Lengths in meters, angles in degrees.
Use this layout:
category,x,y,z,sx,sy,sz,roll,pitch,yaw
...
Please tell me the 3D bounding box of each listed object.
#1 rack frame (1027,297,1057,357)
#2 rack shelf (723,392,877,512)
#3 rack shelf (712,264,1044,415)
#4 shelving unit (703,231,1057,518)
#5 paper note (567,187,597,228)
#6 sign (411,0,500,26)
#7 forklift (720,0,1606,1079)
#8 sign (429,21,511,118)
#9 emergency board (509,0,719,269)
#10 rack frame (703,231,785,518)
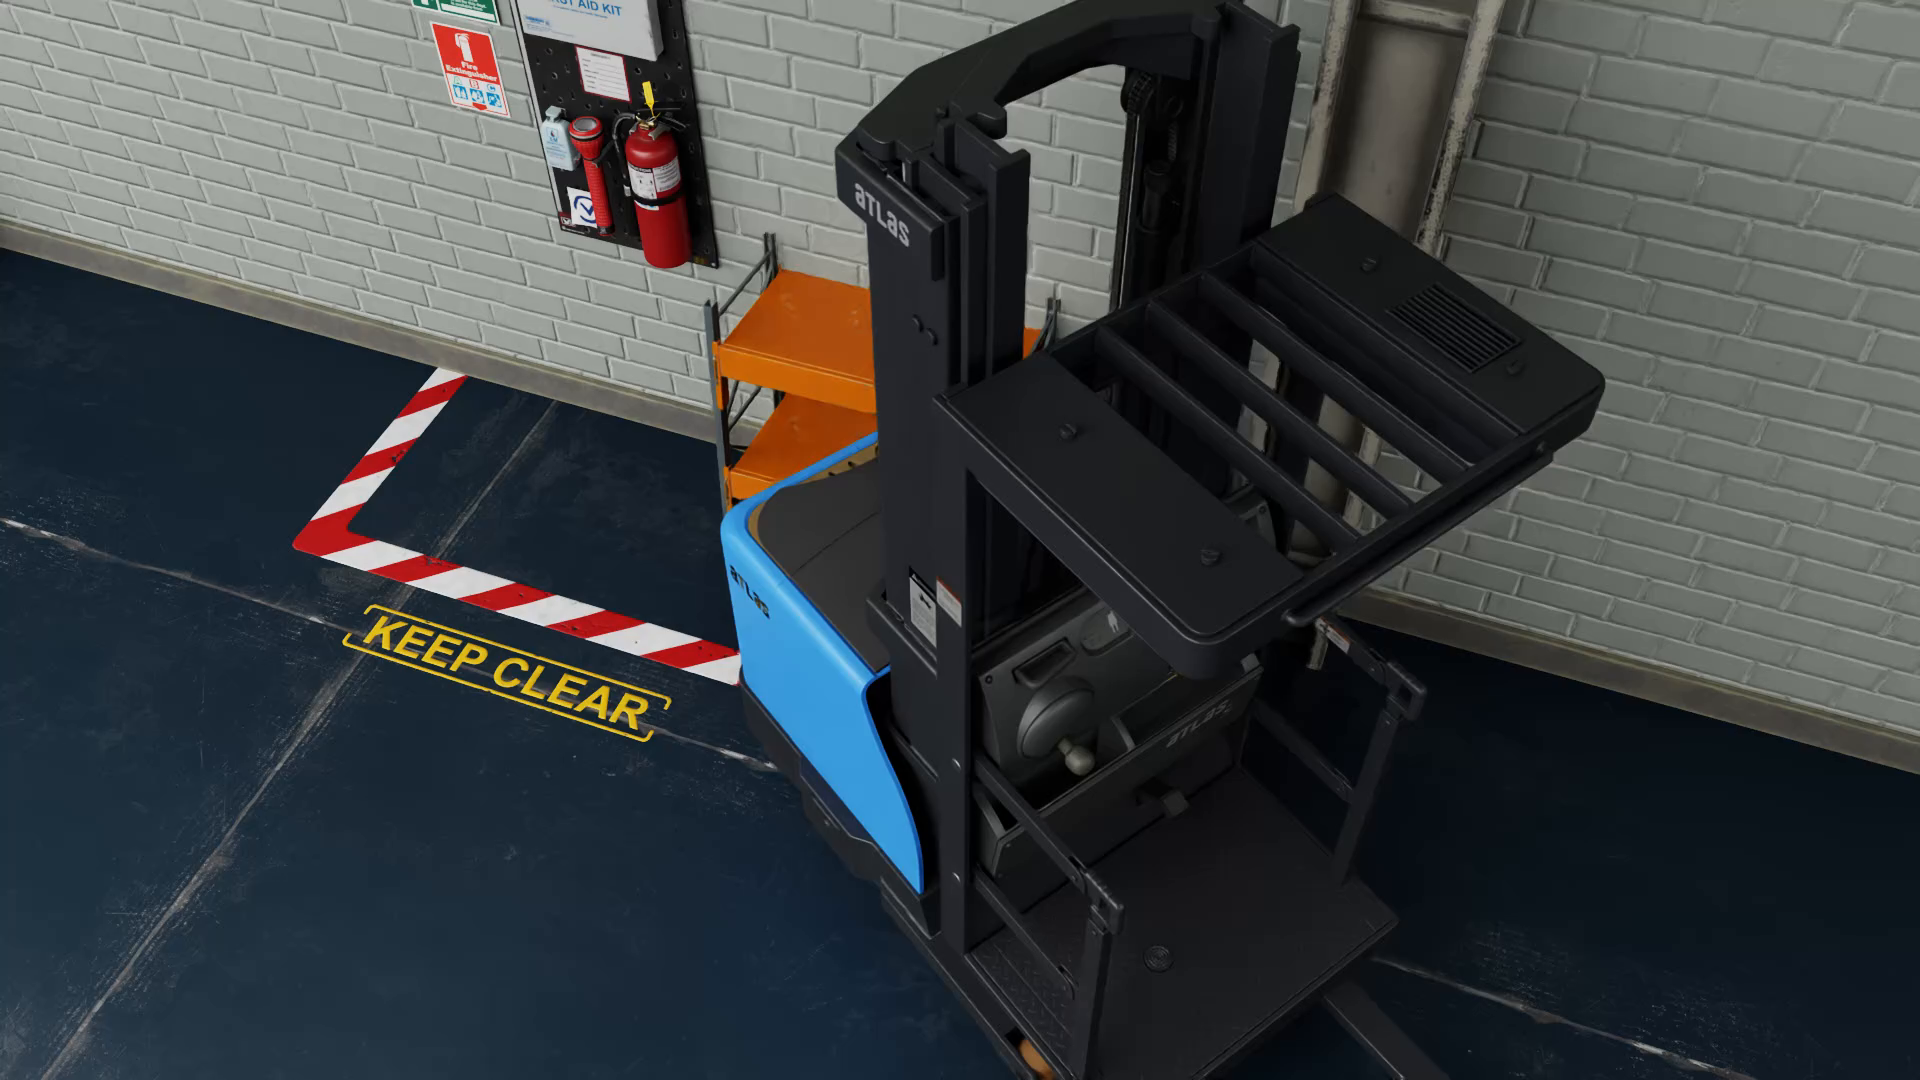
category,x,y,z,sx,sy,sz,roll,pitch,yaw
rack frame,0.212,-0.240,5.667,0.032,1.125,0.500,15,45,13
rack shelf,-0.272,-0.190,5.952,1.000,0.278,0.538,15,45,13
rack shelf,-0.257,-0.582,5.585,1.000,0.278,0.538,15,45,13
shelving unit,-0.265,-0.368,5.785,1.048,1.125,0.538,15,45,13
paper note,-1.312,-1.164,5.856,0.142,0.148,0.016,16,51,13
sign,-1.652,-1.752,5.410,0.331,0.109,0.001,16,51,13
forklift,0.563,0.336,4.019,1.130,2.935,3.031,-30,55,-23
sign,-1.653,-1.586,5.616,0.234,0.329,0.001,16,51,13
emergency board,-1.170,-1.357,5.441,0.643,1.169,0.194,16,51,13
rack frame,-0.743,-0.497,5.903,0.032,1.125,0.500,15,45,13
